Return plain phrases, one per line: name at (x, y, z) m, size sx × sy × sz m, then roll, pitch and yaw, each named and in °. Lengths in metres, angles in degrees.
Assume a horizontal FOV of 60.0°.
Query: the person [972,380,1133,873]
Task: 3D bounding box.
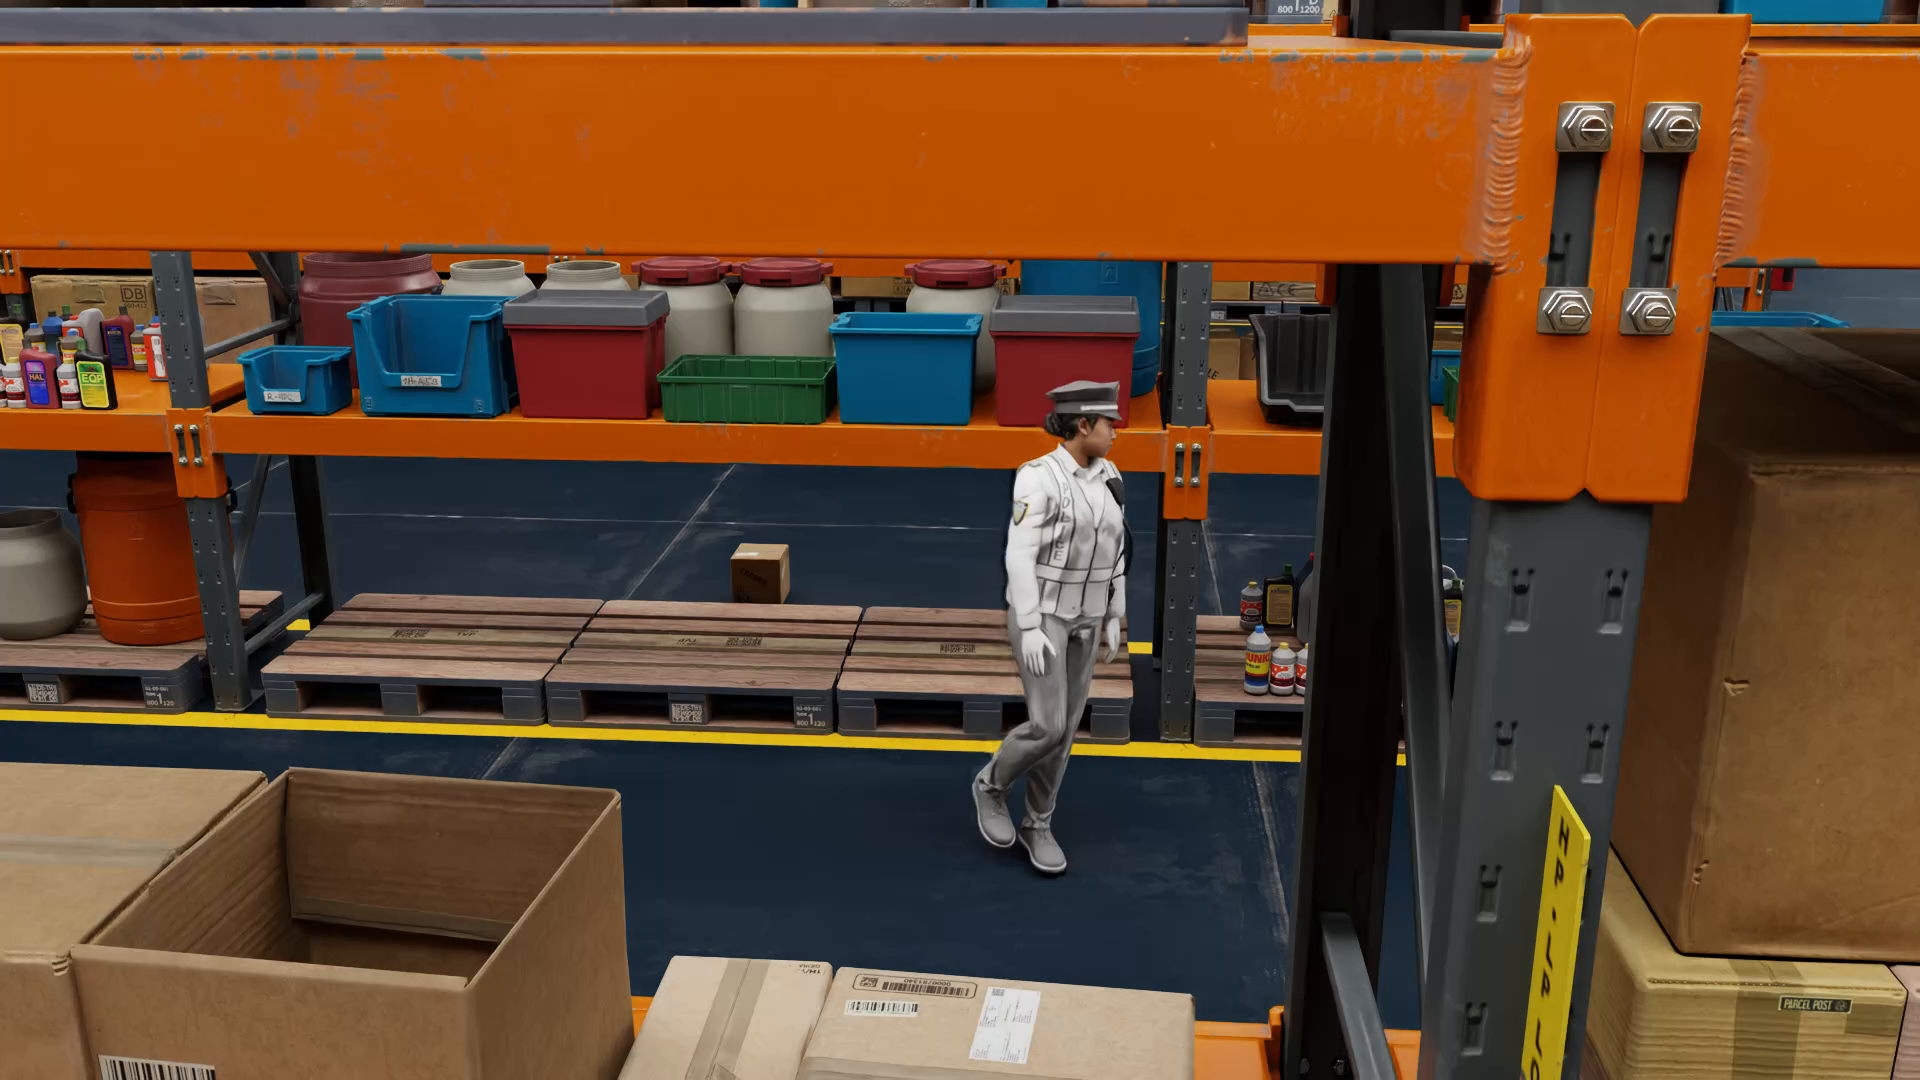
person at (0.349, 0.295, 5.660) m, size 0.590 × 1.662 × 0.422 m, roll -11°, pitch 21°, yaw -32°
